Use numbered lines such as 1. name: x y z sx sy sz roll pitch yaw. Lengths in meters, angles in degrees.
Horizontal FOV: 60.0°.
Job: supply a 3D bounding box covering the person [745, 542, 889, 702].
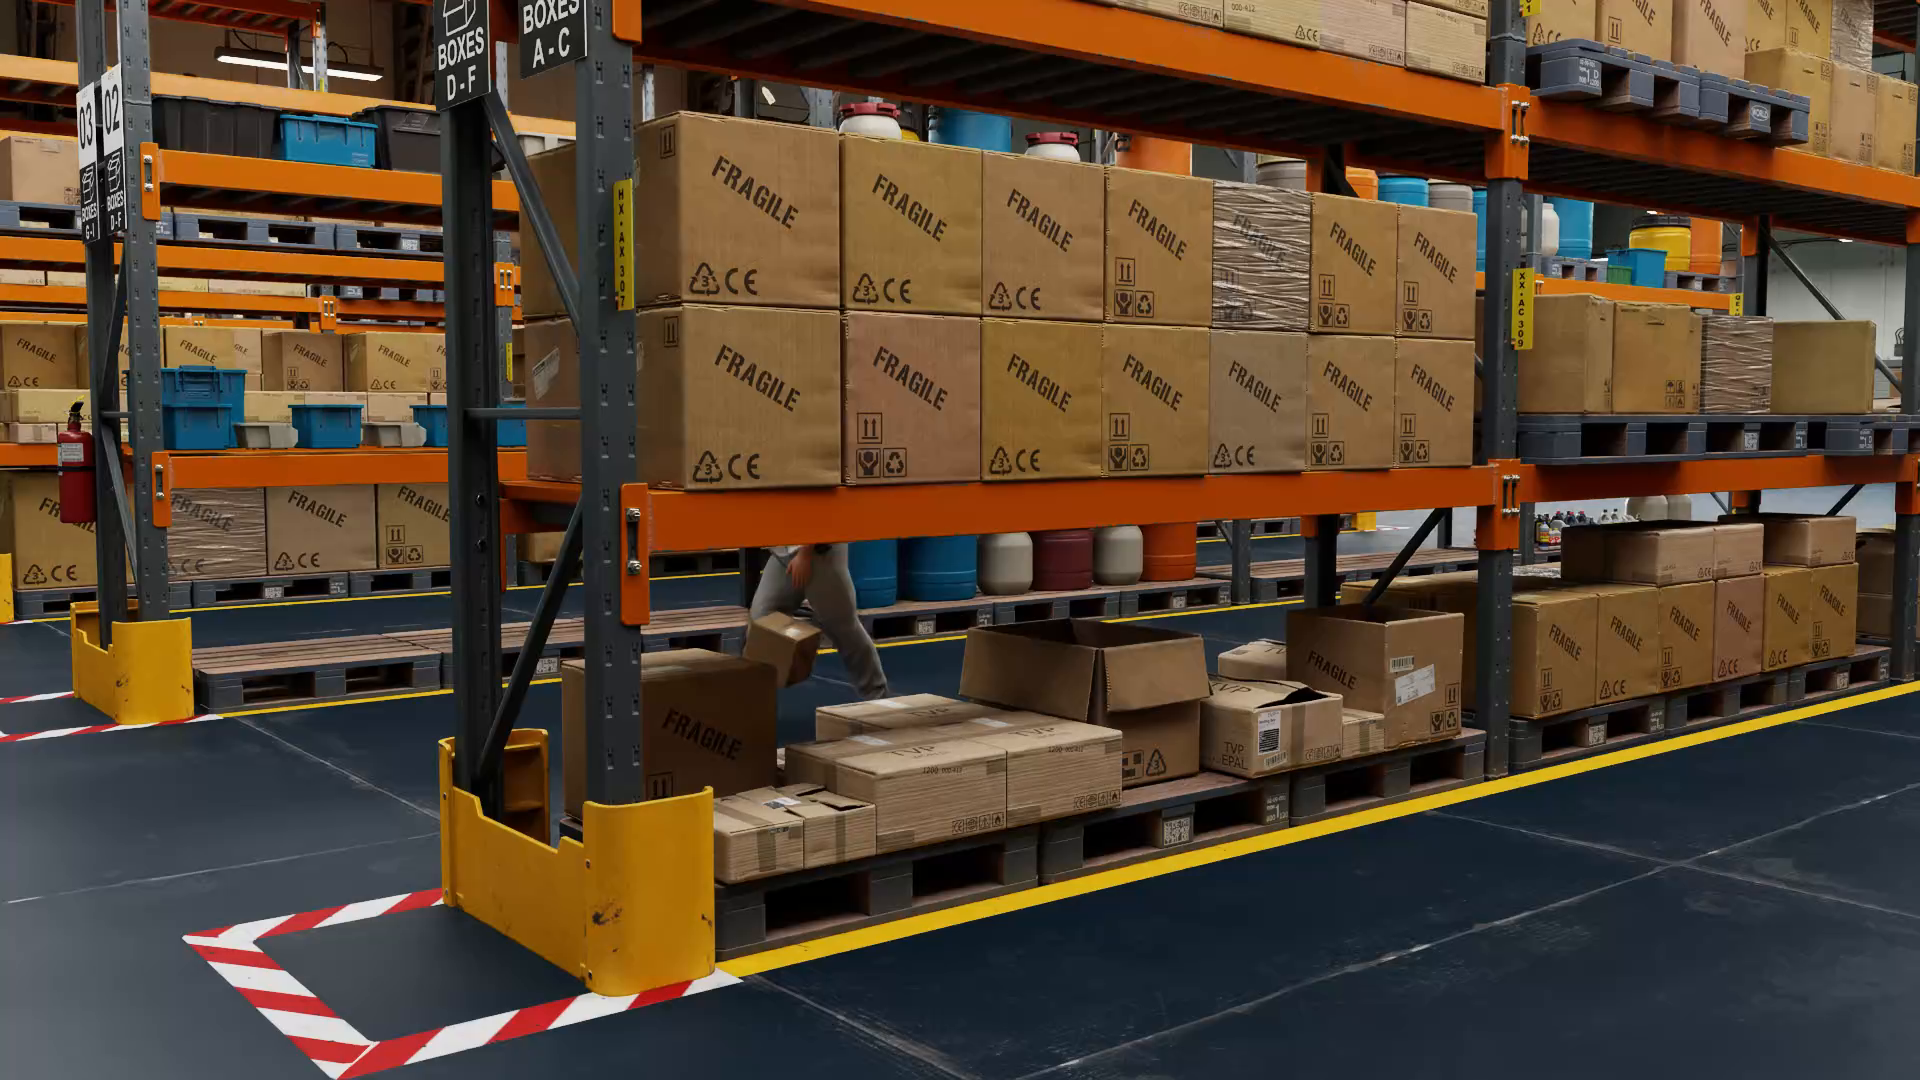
1. person: -0.795 0.033 7.982 0.933 1.712 0.573 -2 5 -22
